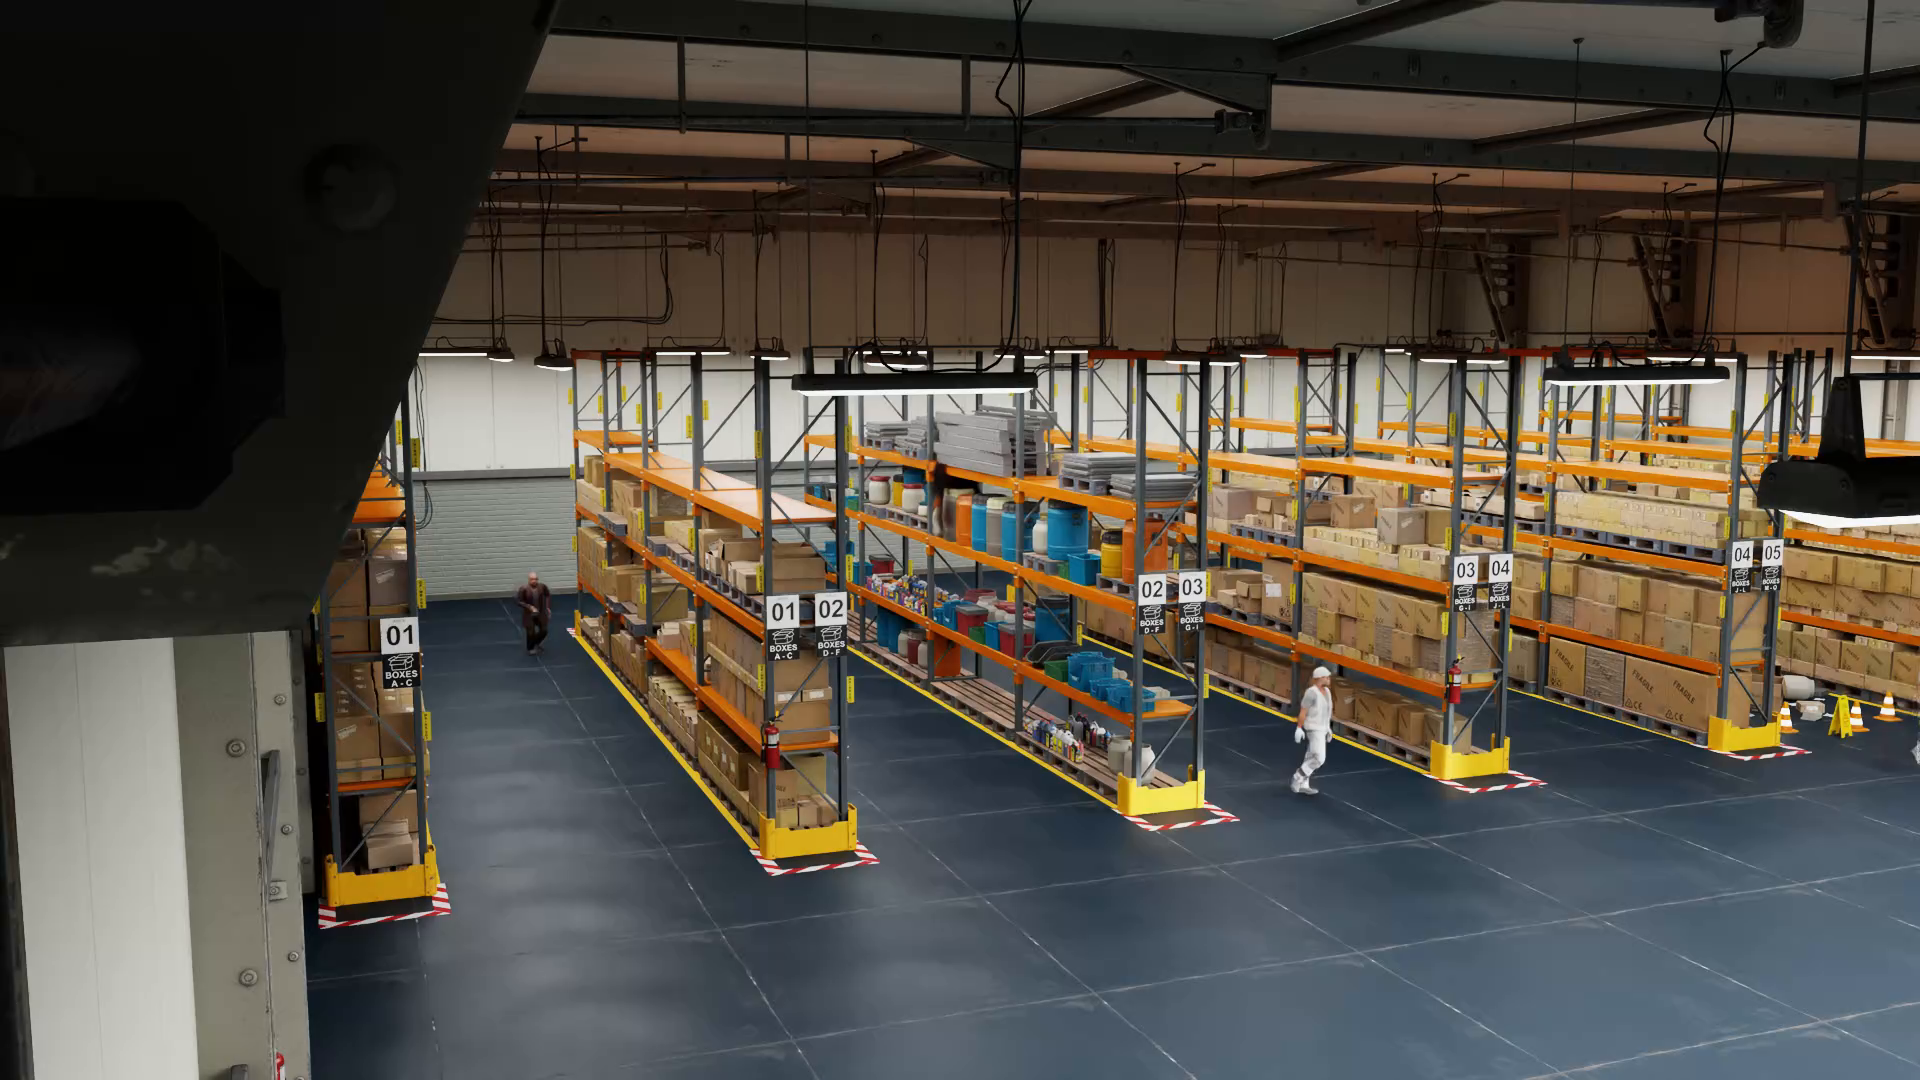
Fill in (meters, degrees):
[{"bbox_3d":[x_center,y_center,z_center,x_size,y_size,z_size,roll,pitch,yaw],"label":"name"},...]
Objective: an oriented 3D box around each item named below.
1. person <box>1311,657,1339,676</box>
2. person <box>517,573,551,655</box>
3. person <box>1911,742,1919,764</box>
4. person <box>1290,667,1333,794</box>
[{"bbox_3d":[6.822,1.680,30.516,0.711,1.726,0.682,-3,8,-20],"label":"person"},{"bbox_3d":[-8.360,1.453,32.652,0.698,1.666,0.804,-4,8,-29],"label":"person"},{"bbox_3d":[14.457,2.420,24.060,1.089,1.758,0.724,5,9,37],"label":"person"},{"bbox_3d":[4.835,2.613,22.780,0.484,1.765,0.677,5,9,36],"label":"person"}]
